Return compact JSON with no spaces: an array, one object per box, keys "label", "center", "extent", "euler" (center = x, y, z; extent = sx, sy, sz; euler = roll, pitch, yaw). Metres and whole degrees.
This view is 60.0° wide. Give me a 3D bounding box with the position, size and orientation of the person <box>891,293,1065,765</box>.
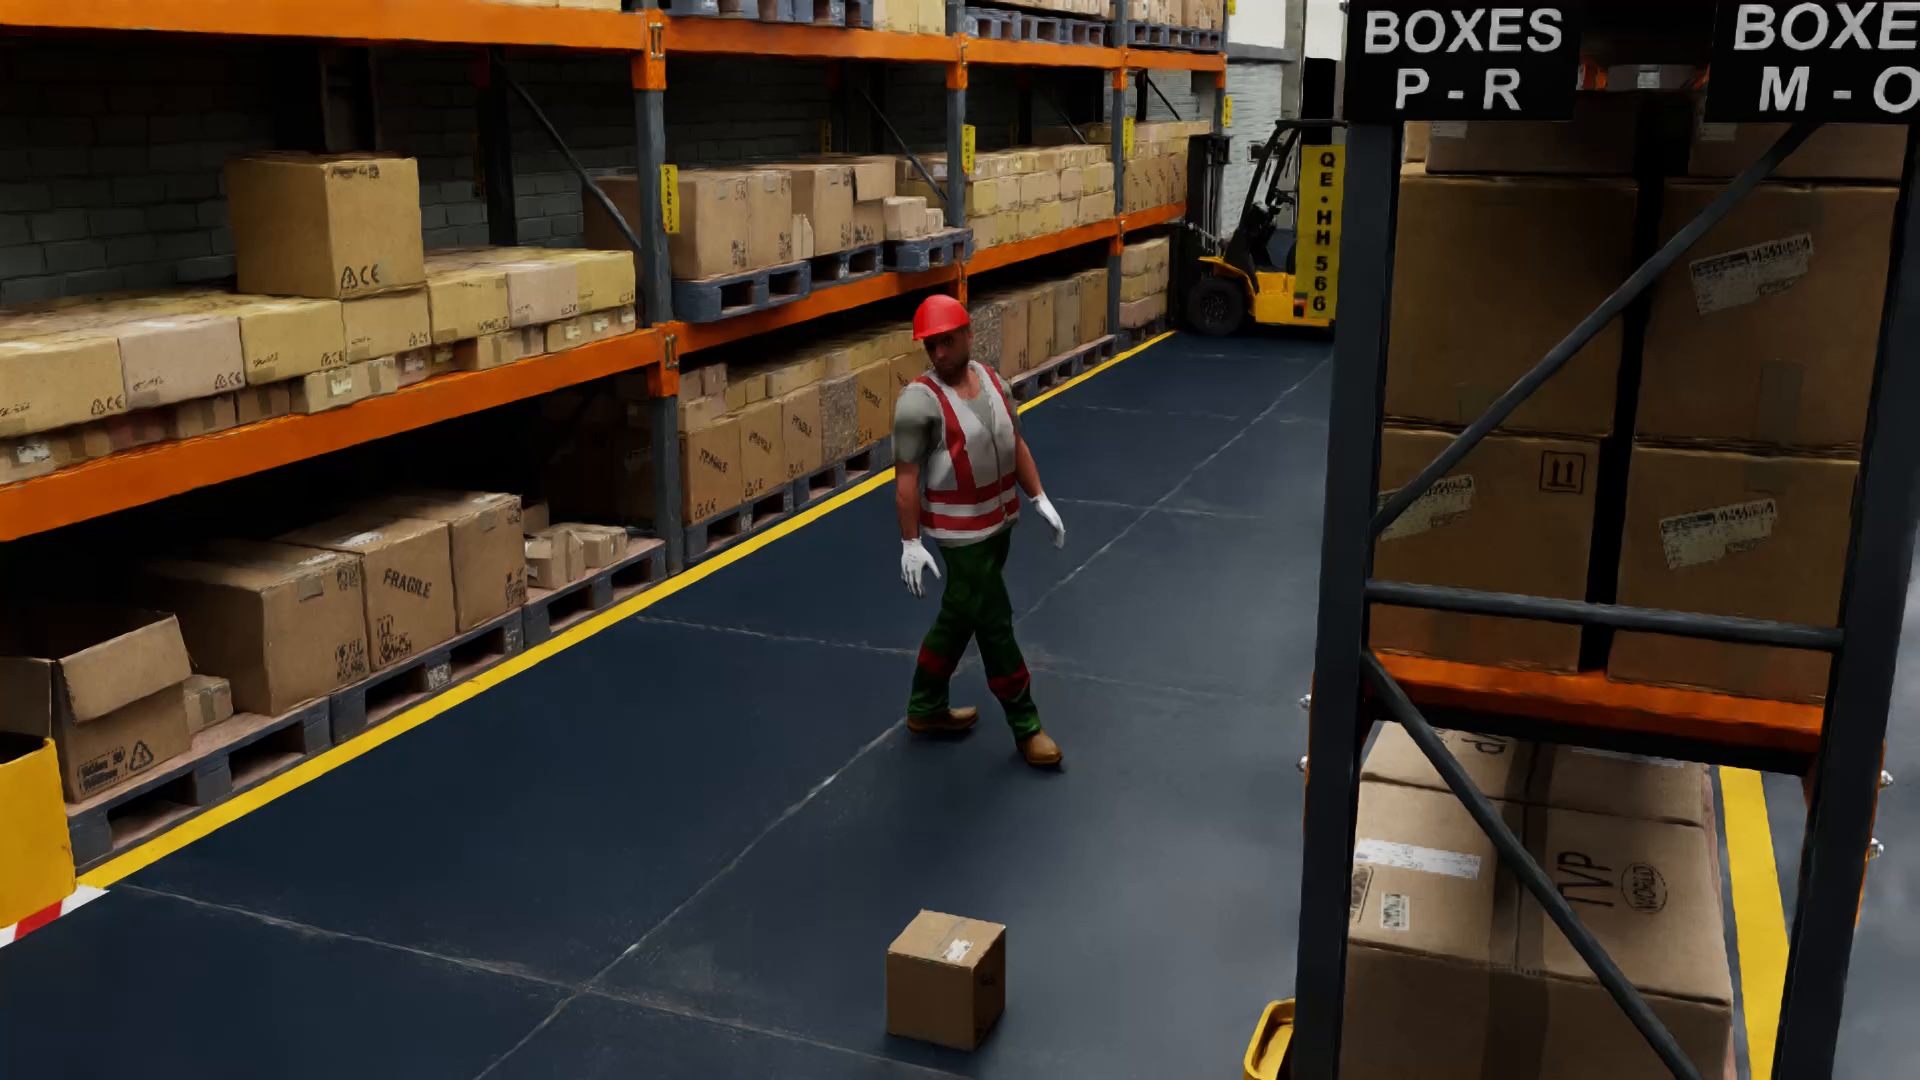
[{"label":"person","center":[0.069,-0.028,6.116],"extent":[0.690,1.752,0.594],"euler":[9,18,31]}]
